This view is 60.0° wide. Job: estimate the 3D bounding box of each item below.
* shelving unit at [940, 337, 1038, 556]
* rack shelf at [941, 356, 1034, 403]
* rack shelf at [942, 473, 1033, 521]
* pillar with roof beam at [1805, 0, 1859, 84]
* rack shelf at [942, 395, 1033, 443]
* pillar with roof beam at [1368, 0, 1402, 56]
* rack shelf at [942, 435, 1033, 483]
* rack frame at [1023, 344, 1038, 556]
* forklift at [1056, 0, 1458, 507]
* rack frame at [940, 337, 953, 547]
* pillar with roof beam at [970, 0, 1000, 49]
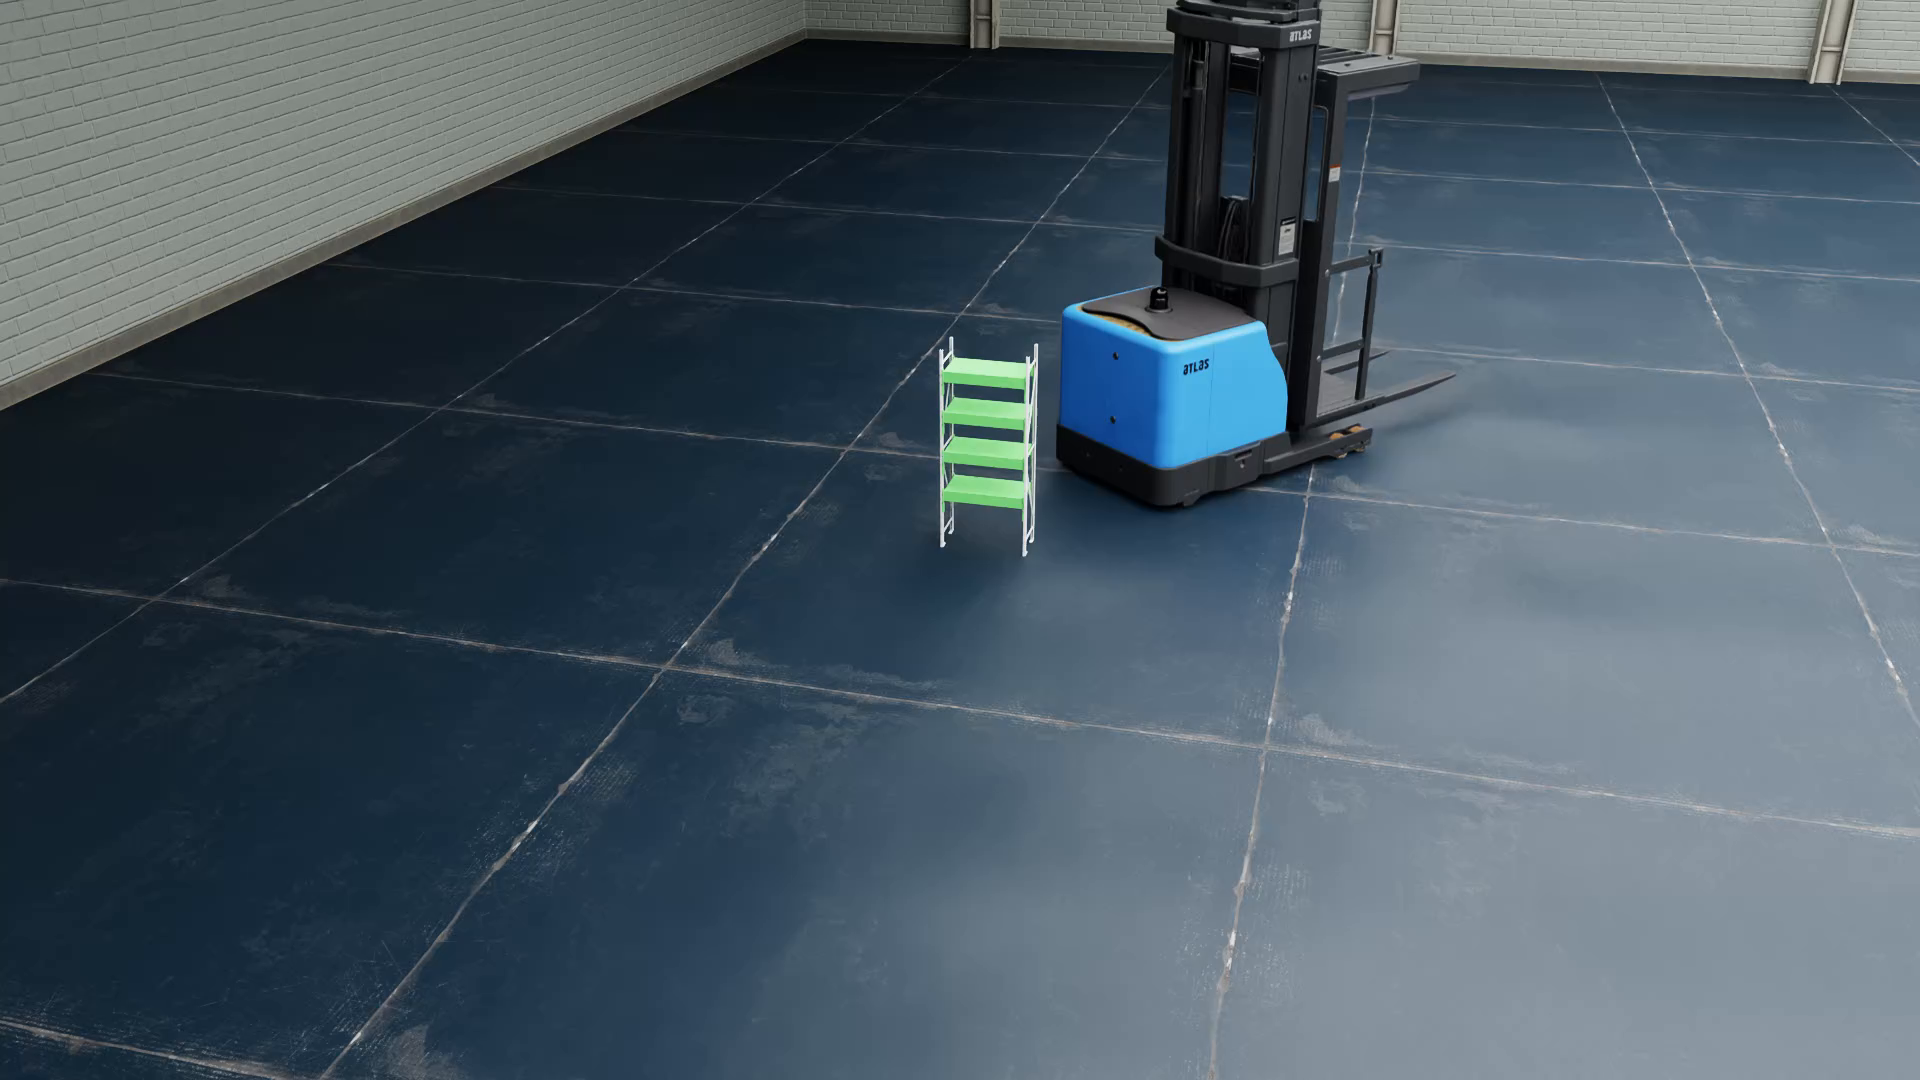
[{"bbox_3d":[0.160,-0.524,9.455,0.503,1.200,0.258,6,26,13],"label":"shelving unit"},{"bbox_3d":[0.160,-0.900,9.276,0.480,0.148,0.258,6,26,13],"label":"rack shelf"},{"bbox_3d":[0.160,-0.250,9.585,0.480,0.148,0.258,6,26,13],"label":"rack shelf"},{"bbox_3d":[10.934,-8.647,17.444,0.400,9.000,9.100,6,26,13],"label":"pillar with roof beam"},{"bbox_3d":[0.160,-0.683,9.379,0.480,0.148,0.258,6,26,13],"label":"rack shelf"},{"bbox_3d":[5.123,-9.290,18.794,0.400,9.000,9.100,6,26,13],"label":"pillar with roof beam"},{"bbox_3d":[0.160,-0.466,9.482,0.480,0.148,0.258,6,26,13],"label":"rack shelf"},{"bbox_3d":[0.397,-0.498,9.400,0.015,1.200,0.240,6,26,13],"label":"rack frame"},{"bbox_3d":[2.097,-2.018,10.578,3.031,2.935,1.130,-18,31,-33],"label":"forklift"},{"bbox_3d":[-0.076,-0.550,9.510,0.015,1.200,0.240,6,26,13],"label":"rack frame"},{"bbox_3d":[-0.688,-9.932,20.143,0.400,9.000,9.100,6,26,13],"label":"pillar with roof beam"}]
